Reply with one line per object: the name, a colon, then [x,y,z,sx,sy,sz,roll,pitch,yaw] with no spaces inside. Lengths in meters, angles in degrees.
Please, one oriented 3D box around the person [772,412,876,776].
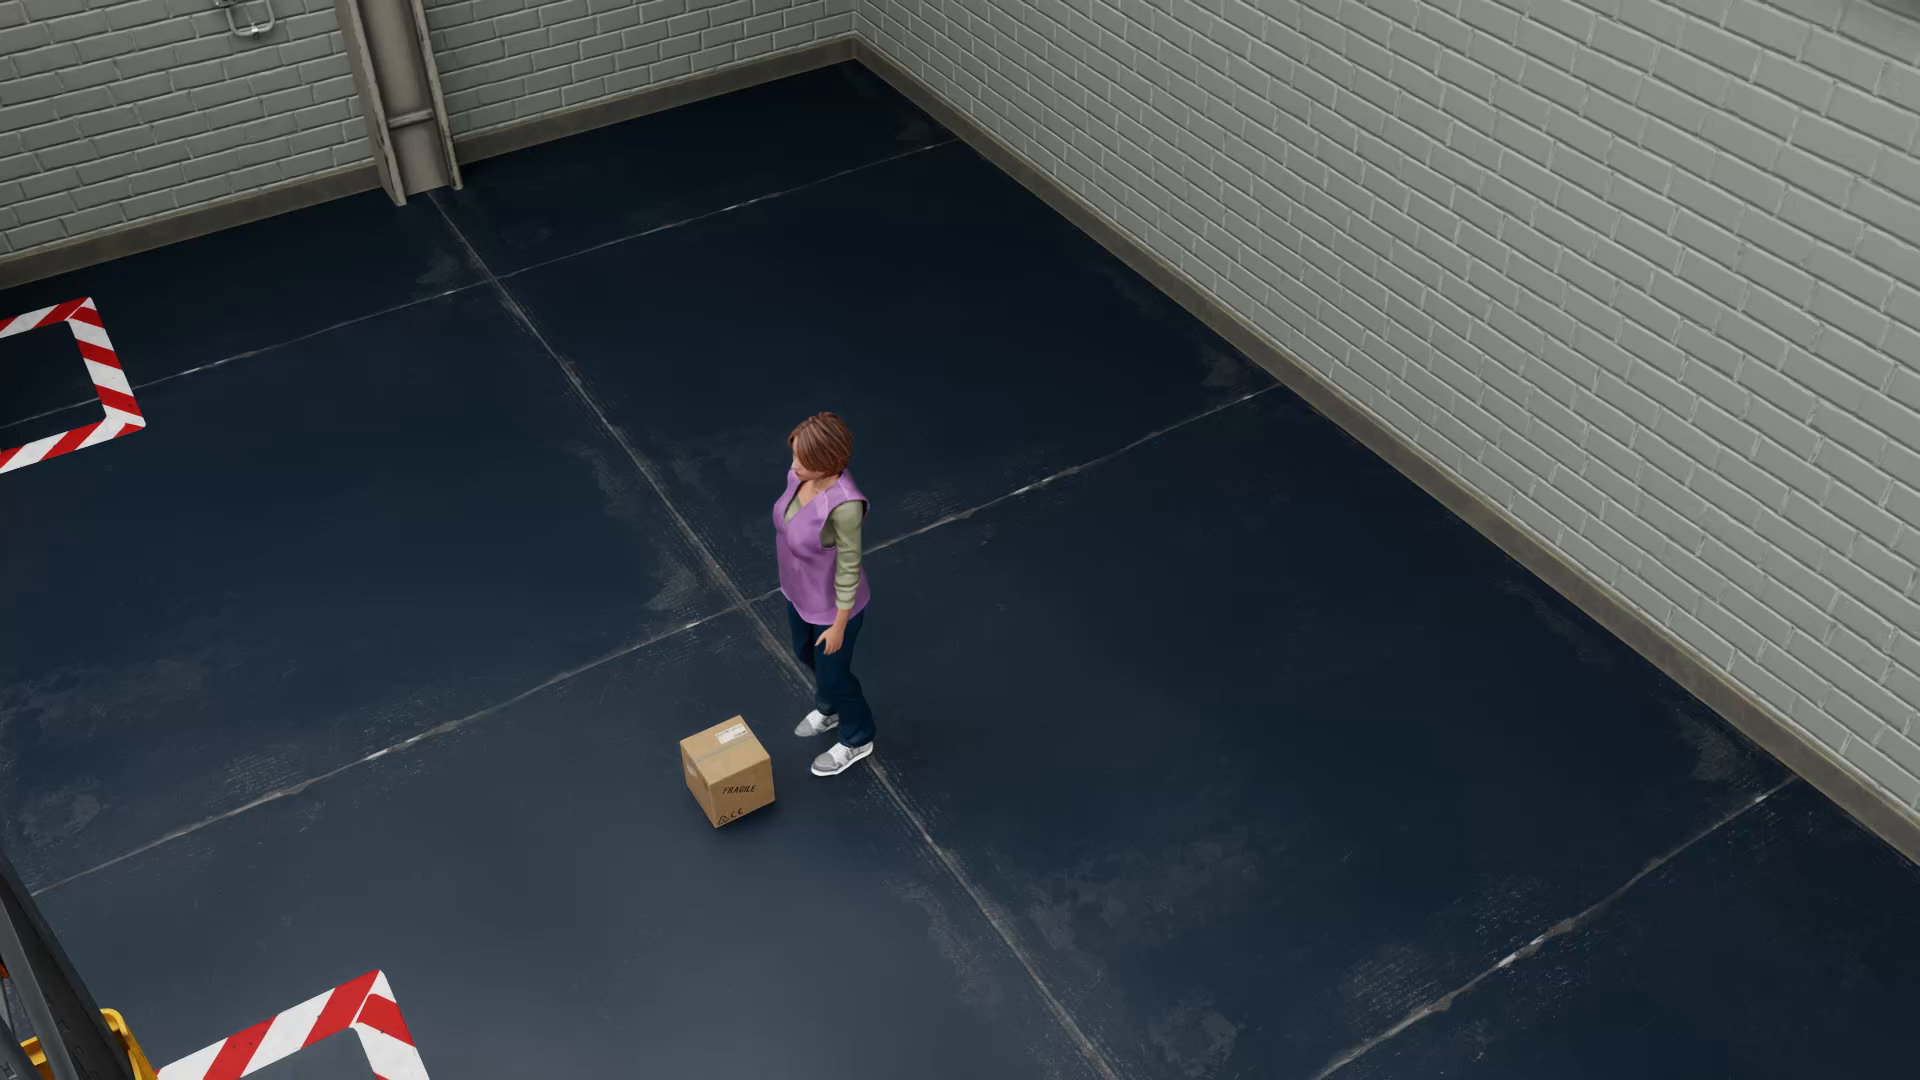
person: [-0.476,0.216,5.944,0.306,1.622,0.418,-22,46,-23]
